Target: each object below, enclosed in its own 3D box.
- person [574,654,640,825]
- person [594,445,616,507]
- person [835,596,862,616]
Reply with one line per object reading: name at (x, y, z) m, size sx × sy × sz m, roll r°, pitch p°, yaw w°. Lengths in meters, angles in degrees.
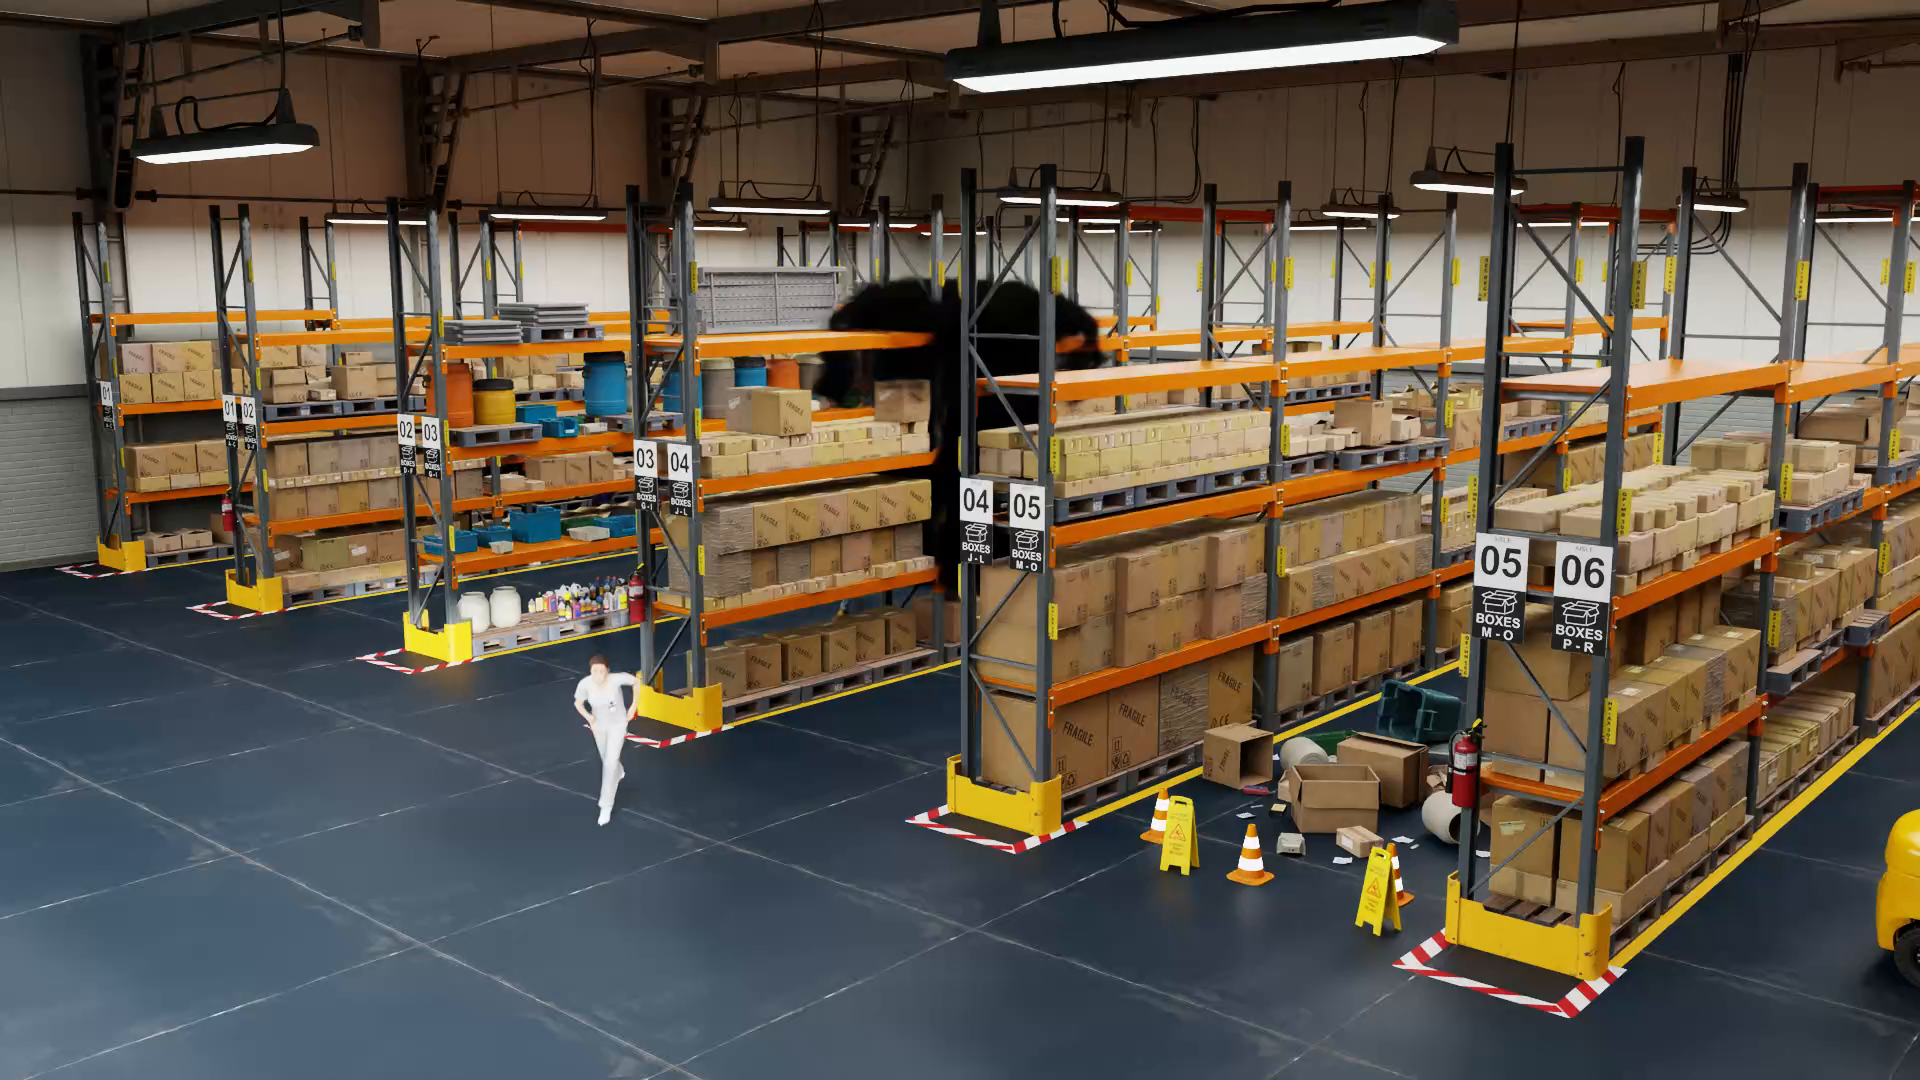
person at (-3.321, 1.801, 15.816) m, size 0.605 × 1.627 × 0.963 m, roll -1°, pitch 9°, yaw -3°
person at (-6.994, -1.110, 33.093) m, size 0.595 × 1.601 × 0.561 m, roll 6°, pitch 11°, yaw 32°
person at (-1.513, 0.185, 23.263) m, size 0.708 × 1.785 × 0.824 m, roll 6°, pitch 11°, yaw 32°
